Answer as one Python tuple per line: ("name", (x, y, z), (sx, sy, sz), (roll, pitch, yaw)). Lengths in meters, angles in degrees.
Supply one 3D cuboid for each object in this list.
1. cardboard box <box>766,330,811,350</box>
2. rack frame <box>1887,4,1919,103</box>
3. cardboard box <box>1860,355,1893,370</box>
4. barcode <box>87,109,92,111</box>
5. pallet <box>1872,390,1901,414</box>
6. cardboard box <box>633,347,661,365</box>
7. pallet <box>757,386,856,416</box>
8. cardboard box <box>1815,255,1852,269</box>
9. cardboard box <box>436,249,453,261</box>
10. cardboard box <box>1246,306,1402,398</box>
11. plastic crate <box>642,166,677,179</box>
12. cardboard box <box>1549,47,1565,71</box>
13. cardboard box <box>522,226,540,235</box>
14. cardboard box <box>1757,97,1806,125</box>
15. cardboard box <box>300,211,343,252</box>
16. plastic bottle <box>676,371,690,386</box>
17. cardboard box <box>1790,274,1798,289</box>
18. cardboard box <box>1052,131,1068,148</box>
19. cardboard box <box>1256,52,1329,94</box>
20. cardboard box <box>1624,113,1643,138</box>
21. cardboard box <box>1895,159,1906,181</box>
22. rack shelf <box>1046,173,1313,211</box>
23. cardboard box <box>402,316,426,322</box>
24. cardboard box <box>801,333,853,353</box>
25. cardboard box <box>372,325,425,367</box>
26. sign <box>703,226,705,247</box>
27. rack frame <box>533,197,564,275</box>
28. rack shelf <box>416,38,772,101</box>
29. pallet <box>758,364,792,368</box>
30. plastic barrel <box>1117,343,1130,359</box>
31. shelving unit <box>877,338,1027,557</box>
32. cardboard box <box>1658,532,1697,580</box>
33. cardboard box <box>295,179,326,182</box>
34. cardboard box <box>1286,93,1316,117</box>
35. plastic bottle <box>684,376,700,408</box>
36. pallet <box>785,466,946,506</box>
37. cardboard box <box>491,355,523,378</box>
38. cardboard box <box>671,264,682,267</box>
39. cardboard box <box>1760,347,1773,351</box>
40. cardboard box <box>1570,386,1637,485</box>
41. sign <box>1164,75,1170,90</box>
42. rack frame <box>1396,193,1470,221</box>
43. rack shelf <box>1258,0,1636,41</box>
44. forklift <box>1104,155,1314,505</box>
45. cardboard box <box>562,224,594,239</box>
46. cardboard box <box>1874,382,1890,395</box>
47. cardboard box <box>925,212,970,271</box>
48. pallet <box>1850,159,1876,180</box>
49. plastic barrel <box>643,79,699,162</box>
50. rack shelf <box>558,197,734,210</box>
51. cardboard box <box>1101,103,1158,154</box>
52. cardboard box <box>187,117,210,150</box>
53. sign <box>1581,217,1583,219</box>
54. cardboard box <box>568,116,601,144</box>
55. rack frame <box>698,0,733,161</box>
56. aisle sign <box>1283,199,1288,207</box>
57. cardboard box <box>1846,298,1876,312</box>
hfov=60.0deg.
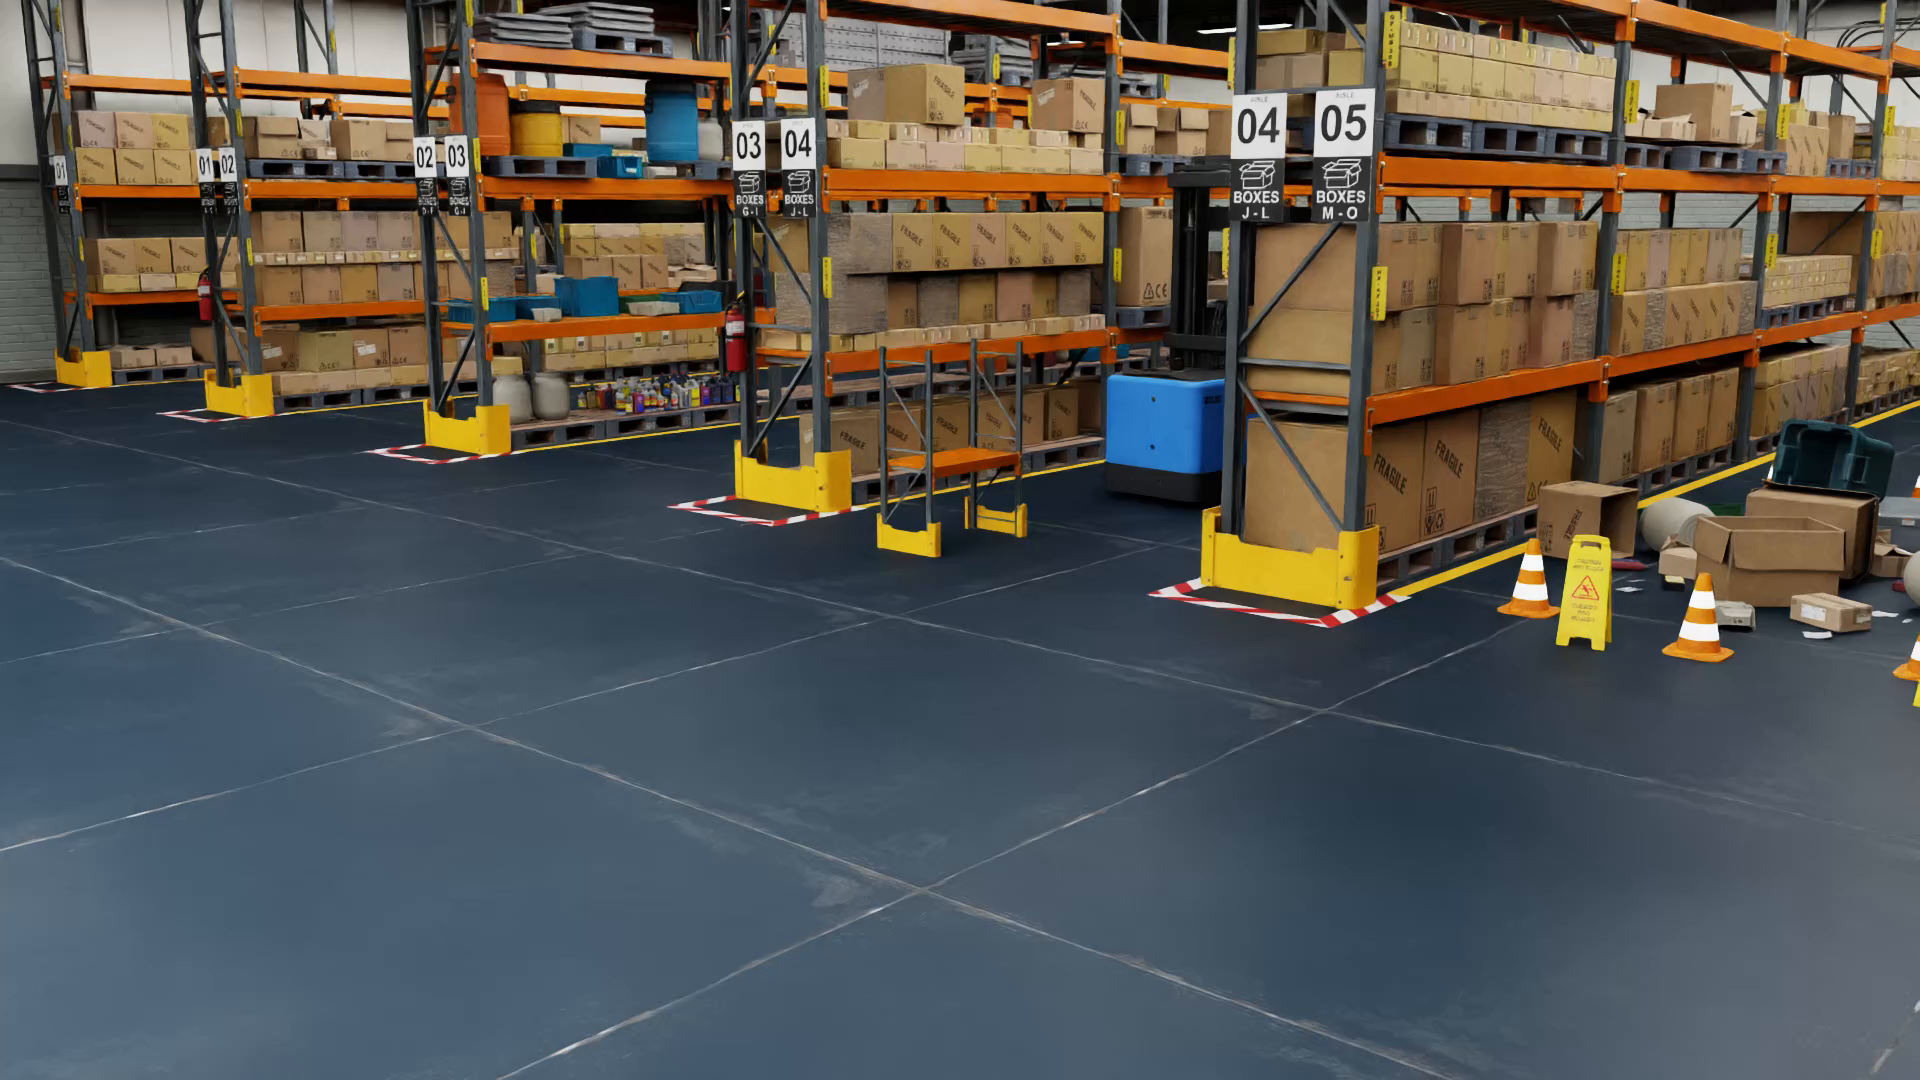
("cardboard box", (-1.459, -1.729, 14.353), (0.380, 0.149, 0.250), (10, 15, 40))
("rack frame", (12.729, -6.424, 21.898), (1.000, 3.000, 0.127), (10, 15, 40))
("cardboard box", (11.522, -2.243, 20.973), (0.380, 0.149, 0.250), (10, 15, 41))
("barcode", (-12.561, -6.179, 23.990), (0.001, 0.075, 0.075), (10, 15, 40))
("pallet", (11.310, -1.810, 21.232), (1.003, 0.211, 1.213), (10, 15, 40))
("cardboard box", (-4.823, -2.765, 24.844), (0.500, 0.250, 0.500), (10, 15, 41))
("pallet", (-2.083, -1.766, 21.014), (1.003, 0.211, 1.213), (10, 15, 40))
("cardboard box", (9.970, -3.184, 19.042), (0.380, 0.149, 0.250), (11, 16, 43))
("cardboard box", (-6.982, -3.804, 22.186), (0.380, 0.149, 0.250), (10, 15, 40))
("cardboard box", (2.378, -1.262, 10.987), (0.875, 0.550, 0.550), (10, 15, 40))
("plastic crate", (-3.328, -4.066, 18.425), (0.243, 0.136, 0.396), (10, 15, 40))
("cardboard box", (4.137, -3.466, 12.025), (0.380, 0.149, 0.250), (10, 15, 41))
("cardboard box", (-7.579, -5.410, 29.107), (0.380, 0.149, 0.250), (7, 14, 33))
("cardboard box", (8.262, -4.300, 16.713), (0.396, 0.266, 0.258), (10, 15, 40))
("cardboard box", (-8.235, -3.903, 21.029), (0.700, 0.500, 0.500), (9, 15, 39))
("plastic bottle", (-3.308, -1.846, 19.934), (0.144, 0.351, 0.185), (10, 15, 40))
("cardboard box", (8.600, -2.732, 17.542), (0.380, 0.149, 0.250), (10, 15, 40))
("cardboard box", (0.805, -3.805, 15.808), (0.380, 0.149, 0.250), (9, 14, 38))
("cardboard box", (2.280, -3.034, 10.882), (0.500, 0.250, 0.500), (10, 15, 41))
("cardboard box", (5.394, -3.433, 13.597), (0.258, 0.266, 0.396), (9, 15, 39))
("cardboard box", (10.916, -4.400, 19.805), (0.500, 0.250, 0.500), (9, 15, 39))
("rack shelf", (2.469, -3.785, 18.181), (1.077, 0.370, 4.000), (10, 15, 40))
("cardboard box", (-9.237, -3.477, 27.718), (0.700, 0.500, 0.500), (9, 15, 39))
("cardboard box", (-1.125, -1.672, 14.065), (0.380, 0.149, 0.250), (10, 15, 40))
("cardboard box", (-7.418, -2.561, 21.909), (0.500, 0.500, 0.500), (10, 15, 40))
("sign", (-4.064, -4.840, 26.532), (0.100, 0.325, 0.005), (10, 15, 40))
("rack frame", (-7.373, -4.882, 29.497), (1.000, 3.000, 0.127), (10, 15, 40))
("rack shelf", (-3.892, -5.112, 18.186), (1.077, 0.370, 4.000), (10, 15, 40))
("pallet", (-3.129, -2.980, 27.091), (1.003, 0.211, 1.213), (10, 15, 40))
("plastic barrel", (2.337, -3.289, 25.805), (0.600, 0.901, 0.708), (10, 15, 40))
("shelving unit", (-0.050, -0.724, 12.508), (0.587, 1.500, 1.083), (10, 15, 40))
("cardboard box", (5.056, 0.115, 11.455), (0.258, 0.266, 0.396), (-9, 14, -38))
("cardboard box", (-10.163, -5.717, 25.711), (0.500, 0.500, 0.500), (10, 15, 42))
("cardboard box", (2.132, -2.823, 10.844), (0.380, 0.149, 0.250), (10, 15, 40))
("plastic bottle", (-3.121, -1.722, 19.313), (0.144, 0.351, 0.185), (10, 15, 40))
("pallet", (-0.879, -0.543, 14.889), (1.003, 0.211, 1.213), (10, 15, 40))
("cardboard box", (-6.432, -2.415, 23.092), (0.500, 0.250, 0.500), (10, 15, 40))
("cardboard box", (-5.439, -5.125, 31.301), (0.380, 0.149, 0.250), (10, 15, 40))
("cardboard box", (8.713, -2.014, 18.529), (0.500, 0.250, 0.500), (11, 15, 42))
("cardboard box", (5.150, -0.922, 14.341), (1.050, 0.750, 0.750), (10, 15, 40))
("sign", (3.121, -6.958, 25.106), (0.100, 0.325, 0.005), (10, 15, 40))
("rack frame", (6.429, -3.549, 22.824), (1.000, 3.000, 0.127), (10, 15, 40))
("rack shelf", (3.487, -3.815, 11.695), (1.077, 0.370, 4.000), (10, 15, 40))
("forklift", (2.662, -1.955, 15.014), (3.031, 2.935, 1.130), (-11, 16, -44))
("cardboard box", (-6.861, -5.492, 29.571), (0.500, 0.250, 0.500), (10, 15, 42))
("cardboard box", (11.396, -1.909, 20.819), (0.380, 0.149, 0.250), (9, 15, 39))
("cardboard box", (-0.260, -2.661, 14.809), (0.500, 0.500, 0.500), (10, 15, 40))
("pallet", (9.601, -4.195, 18.878), (1.213, 0.211, 1.003), (10, 15, 40))
("plastic barrel", (-3.309, -4.803, 19.089), (0.600, 0.901, 0.708), (10, 15, 40))
("rack shelf", (-6.053, -6.295, 30.747), (1.077, 0.370, 4.000), (10, 15, 40))
("cardboard box", (1.533, -4.156, 16.868), (0.797, 0.503, 0.637), (9, 14, 38))
("cardboard box", (-11.535, -6.047, 24.811), (0.500, 0.500, 0.500), (10, 15, 40))
("sign", (9.468, -4.750, 25.272), (0.100, 0.325, 0.005), (10, 15, 40))
("cardboard box", (-5.495, -5.797, 23.816), (0.500, 0.500, 0.500), (-10, 15, -42))
("rack frame", (-3.650, -7.184, 25.705), (1.000, 3.000, 0.127), (10, 15, 40))
("aisle sign", (5.617, -6.026, 28.585), (0.394, 0.787, 0.004), (10, 15, 40))
("cardboard box", (10.521, -2.769, 19.560), (0.380, 0.149, 0.250), (11, 15, 42))
